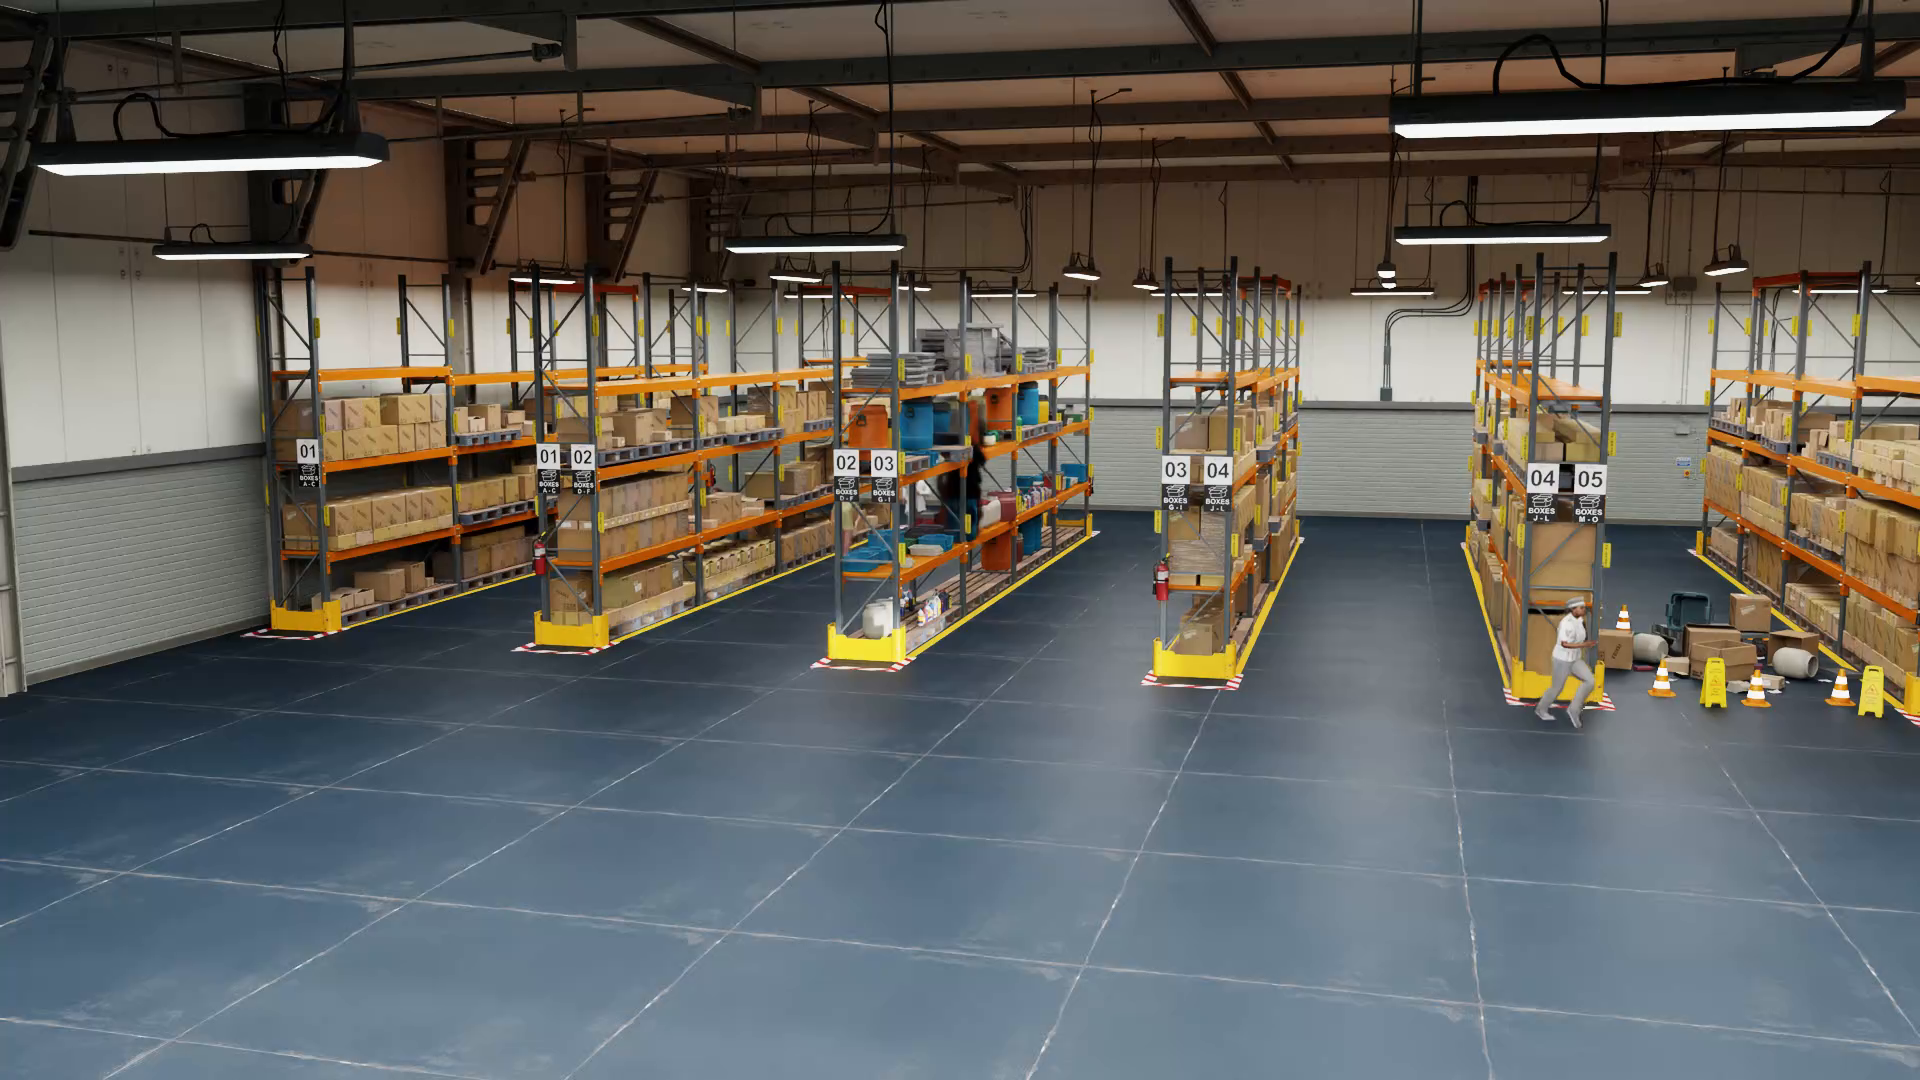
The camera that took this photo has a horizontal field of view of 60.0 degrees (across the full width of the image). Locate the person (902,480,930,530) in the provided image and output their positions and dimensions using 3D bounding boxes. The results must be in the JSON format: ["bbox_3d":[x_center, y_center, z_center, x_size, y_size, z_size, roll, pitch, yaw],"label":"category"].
[{"bbox_3d":[-1.025,-0.756,38.517,0.672,1.851,0.835,0,7,3],"label":"person"}]

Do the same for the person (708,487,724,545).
[{"bbox_3d":[-5.230,-0.322,35.715,0.510,1.645,0.733,1,7,8],"label":"person"}]

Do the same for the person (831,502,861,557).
[{"bbox_3d":[-2.227,-0.193,32.299,0.593,1.639,0.894,0,7,4],"label":"person"}]

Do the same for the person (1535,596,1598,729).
[{"bbox_3d":[7.659,1.523,20.964,0.601,1.693,0.811,-7,10,-42],"label":"person"}]
